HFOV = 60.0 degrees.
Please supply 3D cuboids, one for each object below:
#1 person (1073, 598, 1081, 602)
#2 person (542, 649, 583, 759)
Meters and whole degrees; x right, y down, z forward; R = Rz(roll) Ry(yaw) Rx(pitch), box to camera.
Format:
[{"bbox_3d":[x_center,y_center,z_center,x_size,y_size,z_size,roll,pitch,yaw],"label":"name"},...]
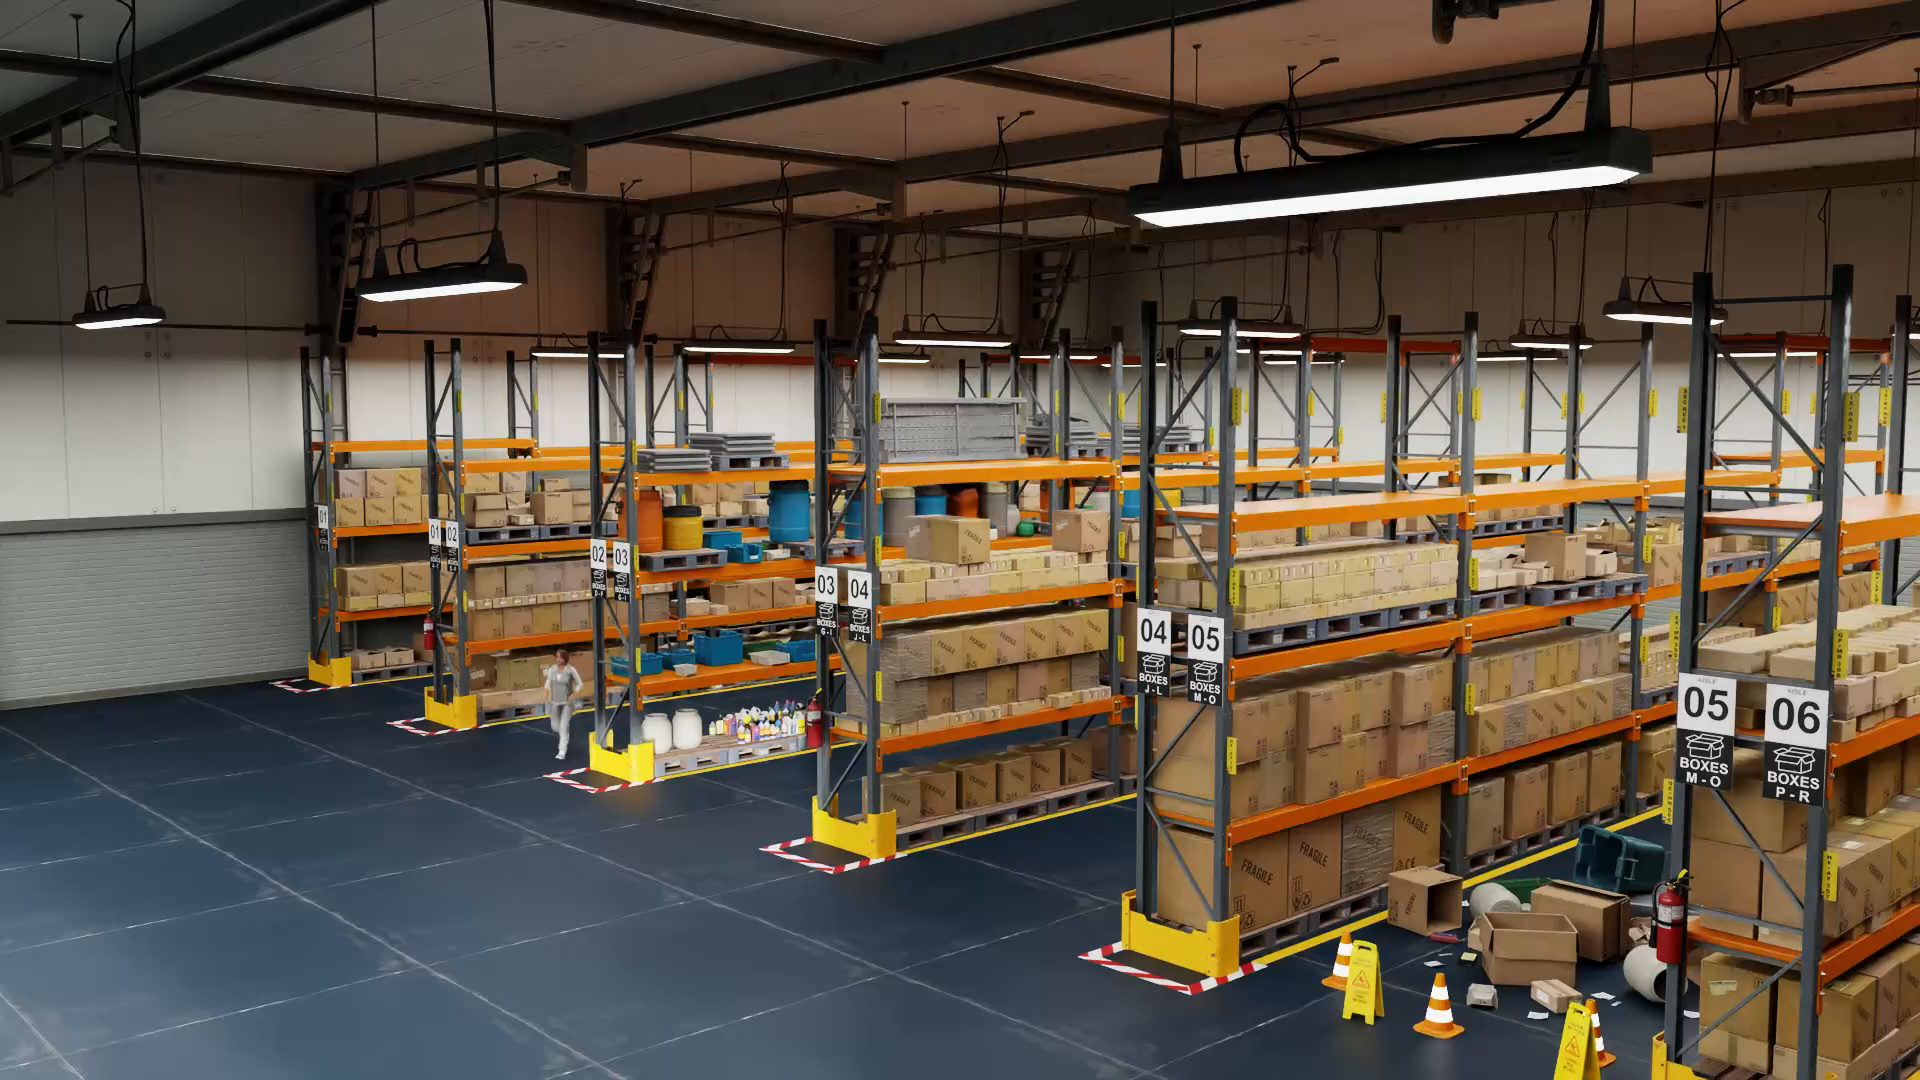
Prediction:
[{"bbox_3d":[2.980,0.912,39.595,0.605,1.498,1.050,-2,5,-18],"label":"person"},{"bbox_3d":[-5.642,2.316,23.717,0.548,1.549,0.578,1,5,6],"label":"person"}]
